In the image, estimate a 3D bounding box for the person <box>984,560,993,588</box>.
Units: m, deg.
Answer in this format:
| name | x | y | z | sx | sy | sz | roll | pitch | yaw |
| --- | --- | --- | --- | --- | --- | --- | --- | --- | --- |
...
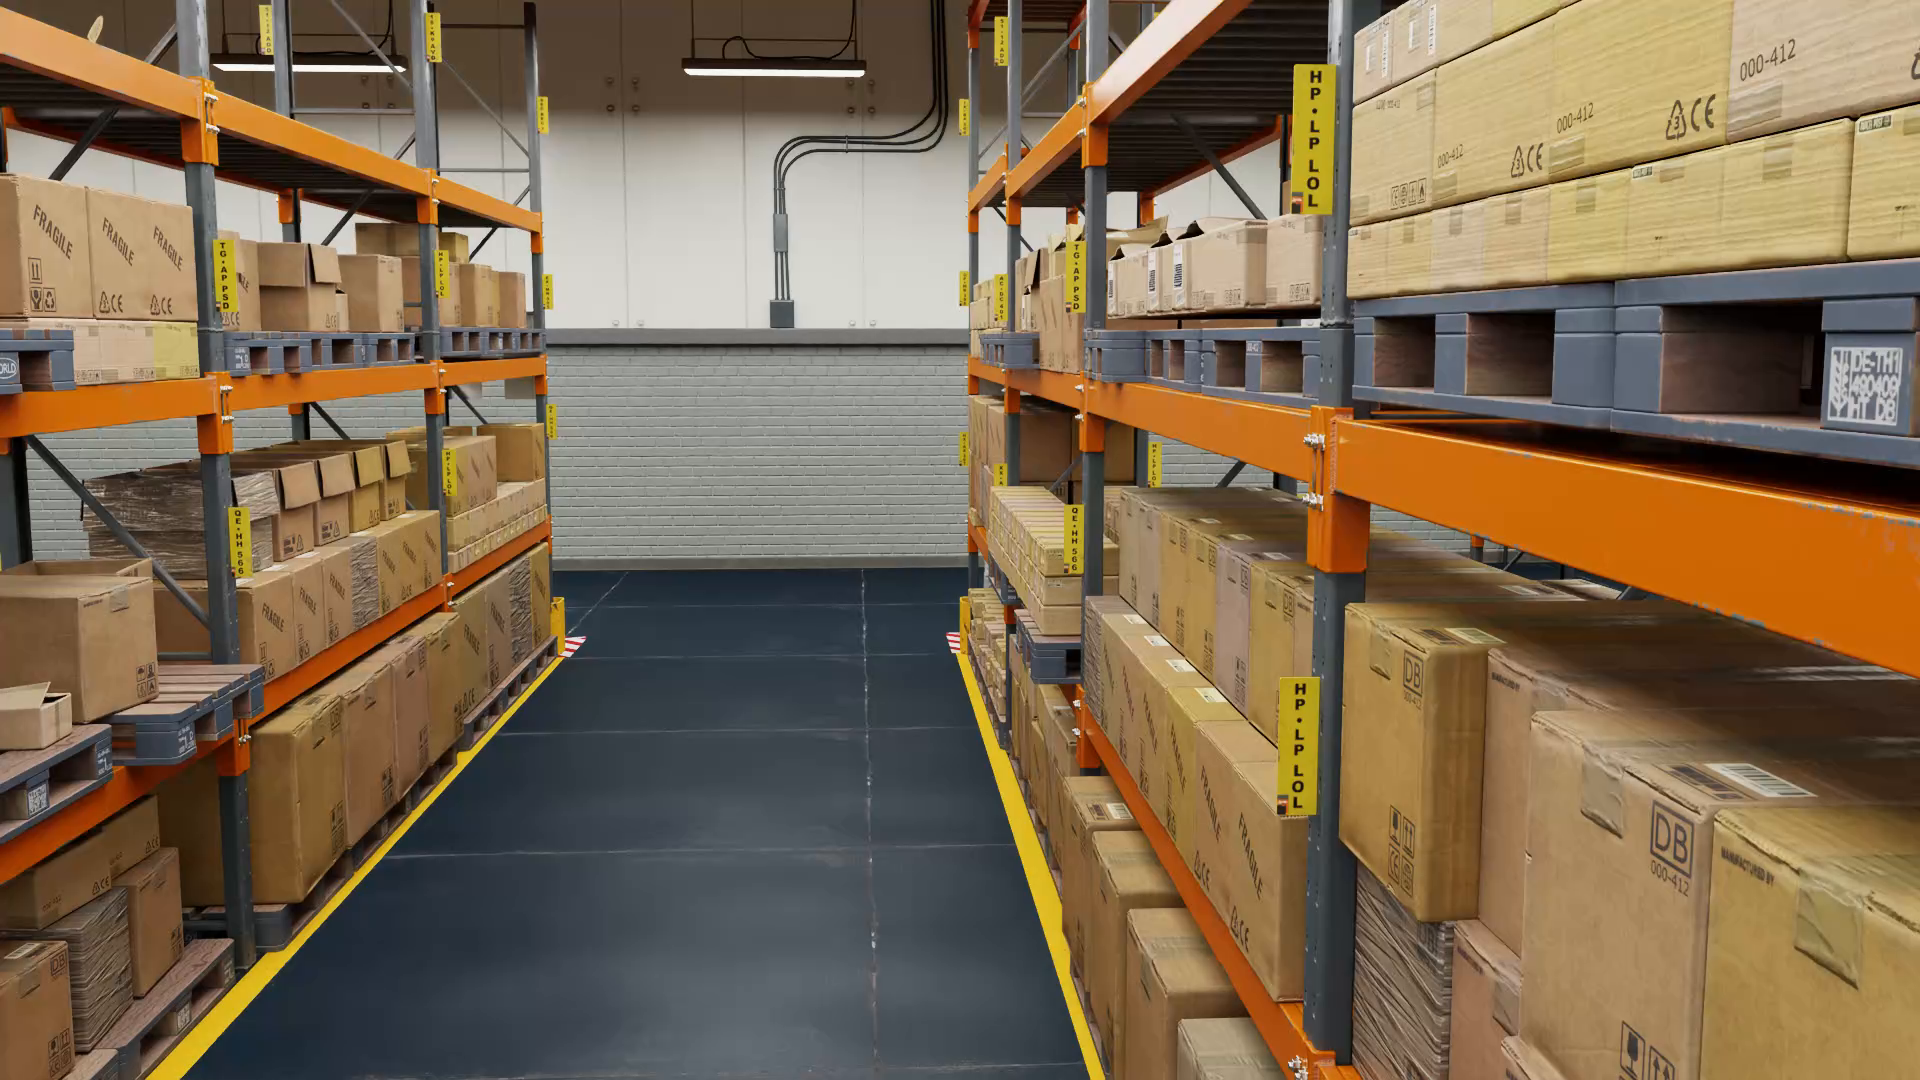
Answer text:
| name | x | y | z | sx | sy | sz | roll | pitch | yaw |
| --- | --- | --- | --- | --- | --- | --- | --- | --- | --- |
| person | 0.454 | 0.011 | 17.668 | 0.494 | 1.673 | 0.352 | -1 | 7 | -4 |
